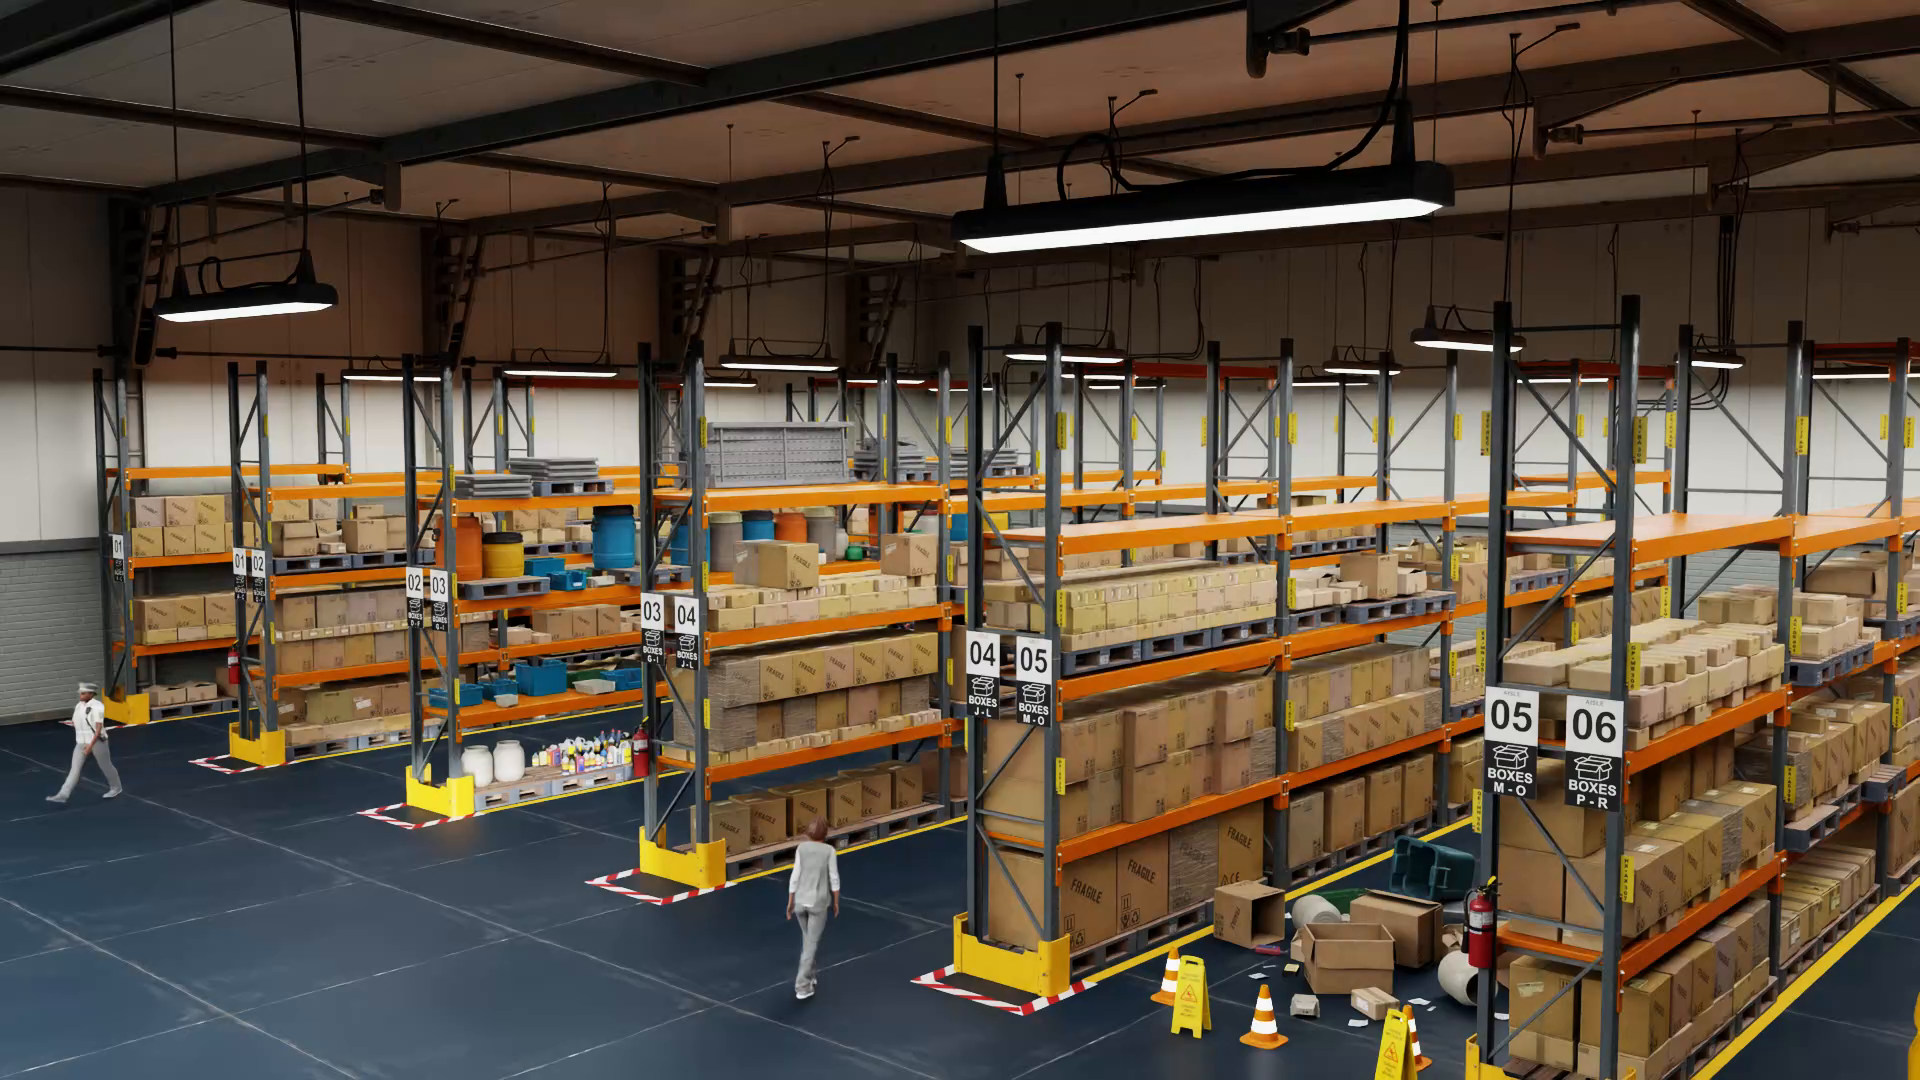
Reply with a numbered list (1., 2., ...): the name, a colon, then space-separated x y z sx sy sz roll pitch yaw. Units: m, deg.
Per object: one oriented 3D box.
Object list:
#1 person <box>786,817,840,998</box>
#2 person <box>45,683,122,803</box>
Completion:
1. person: -1.302 3.297 14.897 0.430 1.598 0.623 1 4 19
2. person: -11.661 2.698 22.175 0.492 1.621 1.051 1 4 11
